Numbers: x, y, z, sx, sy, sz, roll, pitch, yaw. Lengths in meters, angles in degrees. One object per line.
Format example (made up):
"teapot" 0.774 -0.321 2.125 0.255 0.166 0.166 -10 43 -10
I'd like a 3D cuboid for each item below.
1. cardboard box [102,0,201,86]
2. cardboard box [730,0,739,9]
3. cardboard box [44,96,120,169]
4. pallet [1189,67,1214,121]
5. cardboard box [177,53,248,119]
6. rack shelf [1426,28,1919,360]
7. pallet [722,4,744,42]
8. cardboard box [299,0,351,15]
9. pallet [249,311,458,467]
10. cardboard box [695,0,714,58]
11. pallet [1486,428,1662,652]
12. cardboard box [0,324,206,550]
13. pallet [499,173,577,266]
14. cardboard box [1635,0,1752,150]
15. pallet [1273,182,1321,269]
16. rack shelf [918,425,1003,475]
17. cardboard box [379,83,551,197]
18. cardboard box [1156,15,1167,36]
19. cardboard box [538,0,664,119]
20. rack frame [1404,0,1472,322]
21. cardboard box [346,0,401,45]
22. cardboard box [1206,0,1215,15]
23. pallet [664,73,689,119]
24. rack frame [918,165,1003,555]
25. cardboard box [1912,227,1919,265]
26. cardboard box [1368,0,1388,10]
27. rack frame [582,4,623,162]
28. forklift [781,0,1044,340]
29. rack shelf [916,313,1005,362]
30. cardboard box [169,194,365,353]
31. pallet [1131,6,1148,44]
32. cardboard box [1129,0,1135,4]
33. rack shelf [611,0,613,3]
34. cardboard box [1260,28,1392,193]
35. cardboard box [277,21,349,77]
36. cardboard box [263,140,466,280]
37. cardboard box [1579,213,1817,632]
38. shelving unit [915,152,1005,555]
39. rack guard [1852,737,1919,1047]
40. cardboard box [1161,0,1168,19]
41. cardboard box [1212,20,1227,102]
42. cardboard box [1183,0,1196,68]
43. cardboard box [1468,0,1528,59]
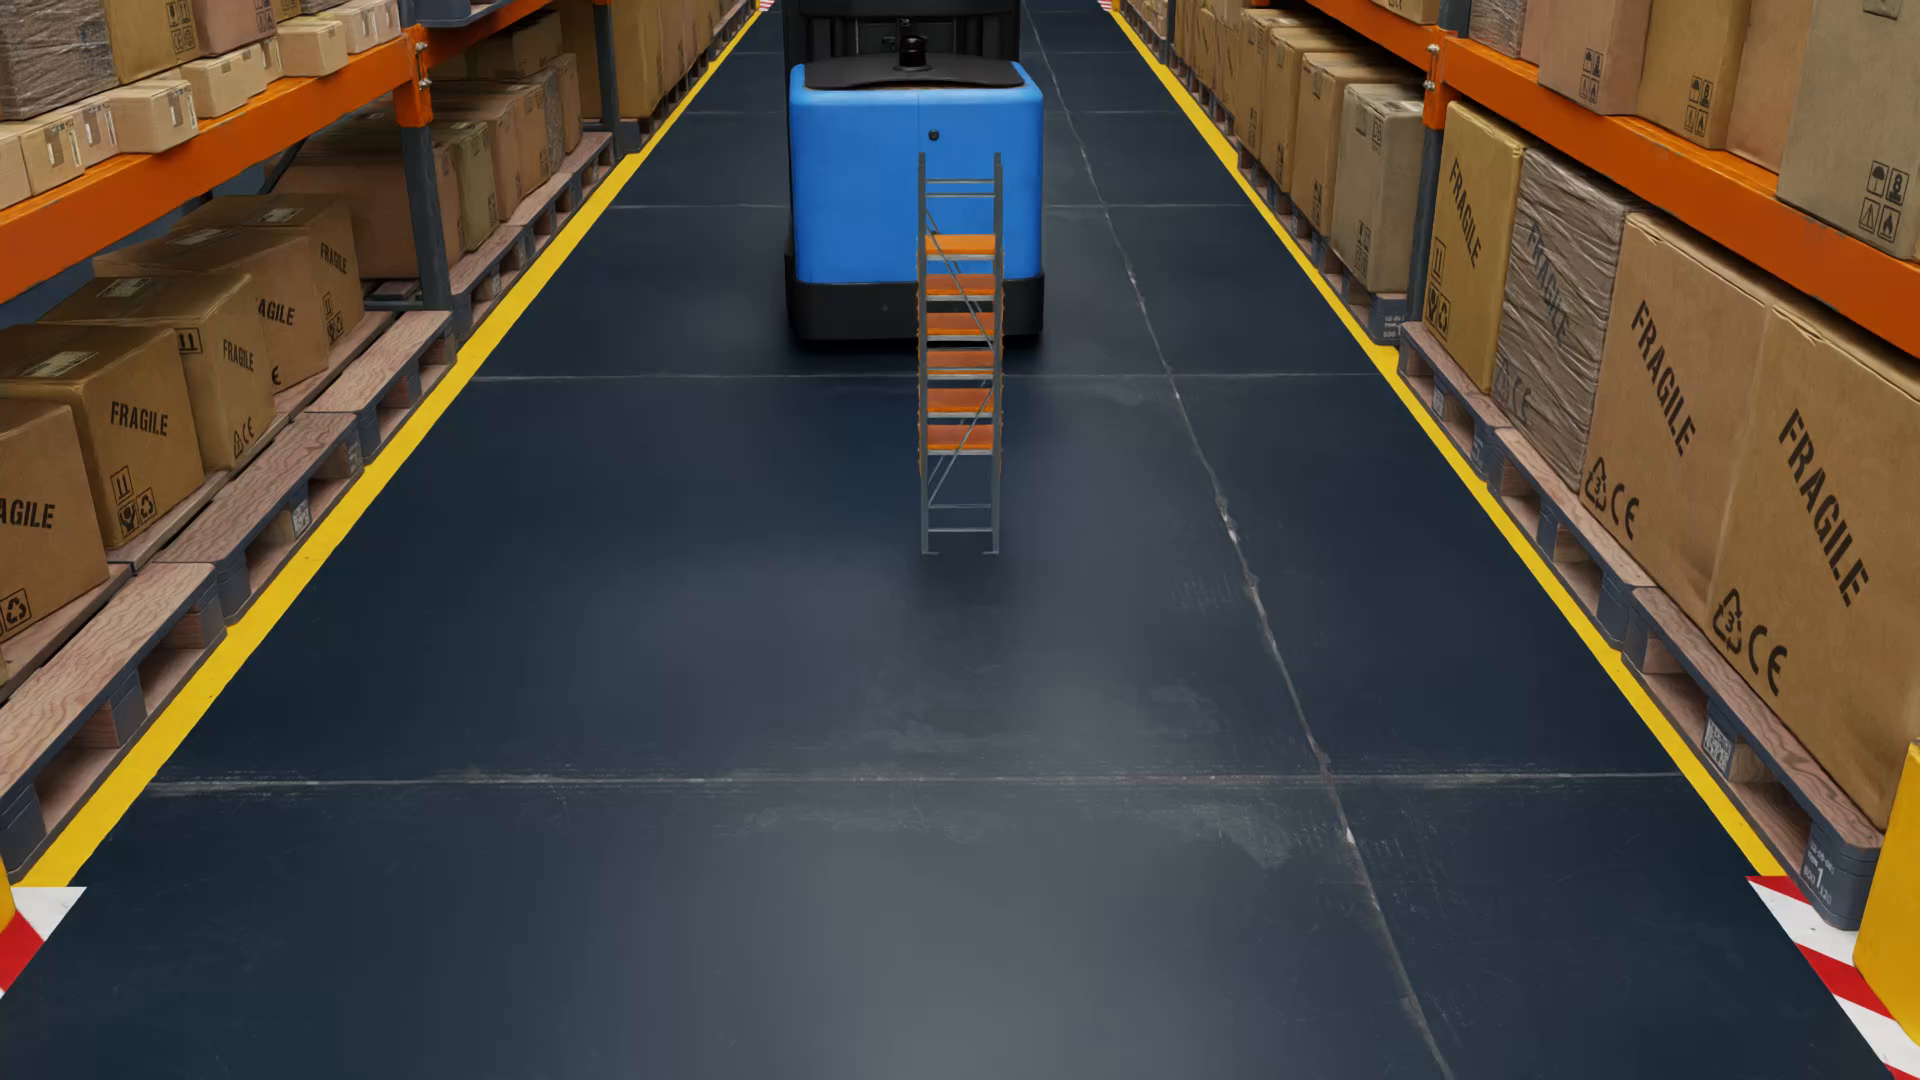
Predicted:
"cardboard box" -2.632 -1.520 4.489 0.875 0.500 0.500 0 24 -1
"cardboard box" -2.650 -5.672 16.221 0.875 0.875 0.875 0 24 -1
"cardboard box" -2.357 -1.014 4.156 0.380 0.149 0.250 0 24 -1
"pallet" 2.284 -3.325 12.345 1.003 0.211 1.213 0 24 -1
"cardboard box" -2.318 -1.323 4.840 0.380 0.149 0.250 0 24 -1
"rack shelf" 2.367 -0.972 4.631 1.077 0.370 4.000 0 24 -1
"pallet" -2.650 -4.986 16.019 1.003 0.211 1.213 0 24 -1
"cardboard box" -2.673 -2.138 5.855 0.875 0.500 0.500 0 24 -1
"pallet" -2.573 -0.596 6.311 1.003 0.211 1.213 0 24 -1
"cardboard box" -2.676 -4.399 13.405 1.225 0.875 0.875 0 24 0
"pallet" 2.291 -0.035 5.072 1.003 0.211 1.213 0 24 -1
"cardboard box" -2.591 -0.309 4.816 0.500 0.500 0.500 2 24 4
"pallet" -2.642 -1.697 8.746 1.003 0.211 1.213 0 24 -1
"cardboard box" 2.383 -1.372 4.462 0.875 0.550 0.500 0 24 -1
"pallet" 2.245 -1.674 8.696 1.003 0.211 1.213 0 24 -1
"rack shelf" 0.000 -0.282 5.107 0.258 0.103 0.180 0 24 -1
"cardboard box" -2.601 -2.114 8.785 0.700 0.500 0.500 2 24 4
"cardboard box" 1.912 -4.472 14.449 0.380 0.149 0.250 0 24 0
"cardboard box" -2.646 -3.299 10.972 1.225 0.875 0.875 -1 24 -3
"rack frame" 2.345 -2.123 6.305 1.000 3.000 0.127 0 24 -1
"cardboard box" -2.320 -1.941 6.207 0.380 0.149 0.250 0 24 -1
"cardboard box" 2.025 -3.864 11.767 0.500 0.250 0.500 0 24 1
"pallet" -2.603 -3.347 12.395 1.003 0.211 1.213 0 24 -1
"rack frame" 0.001 -0.503 4.906 0.240 1.200 0.006 0 24 -1
"cardboard box" 2.339 -0.696 2.967 0.875 0.550 0.550 0 24 -1
"cardboard box" 2.066 -2.591 7.217 0.500 0.500 0.500 -1 24 -1
"rack frame" -2.660 -3.791 9.992 1.000 3.000 0.127 0 24 -1
"forklift" -0.291 -2.735 7.741 1.130 2.935 3.031 -2 24 -4
"rack shelf" 0.000 -0.610 4.958 0.258 0.103 0.180 0 24 -1
"cardboard box" -2.652 -1.030 6.412 0.500 0.500 0.500 -1 24 -2
"pallet" 2.198 -4.930 15.894 1.003 0.211 1.213 0 24 -1
"cardboard box" 1.887 -5.428 16.561 0.380 0.149 0.250 0 24 0
"rack shelf" -2.682 -4.287 11.963 1.077 0.370 4.000 0 24 -1
"cardboard box" 2.231 -2.326 8.974 1.050 0.750 0.750 0 24 0
"cardboard box" -2.270 -1.632 5.524 0.380 0.149 0.250 0 24 -1
"cardboard box" -2.601 -1.457 7.332 0.700 0.500 0.500 -2 24 -5
"cardboard box" 2.303 -0.340 4.431 0.875 0.875 0.875 -1 24 -1
"shelving unit" 0.000 -0.541 4.990 0.258 1.200 0.189 0 24 -1
"rack guard" 2.389 0.674 3.154 1.175 0.500 0.348 0 24 -1
"cardboard box" 1.936 -4.576 14.317 0.380 0.149 0.250 0 24 0
"cardboard box" 2.031 -3.308 11.448 0.500 0.500 0.500 1 24 2
"cardboard box" 2.008 -3.949 12.864 0.500 0.500 0.500 1 24 2
"cardboard box" 2.361 -2.040 5.938 0.875 0.550 0.550 0 24 -1
